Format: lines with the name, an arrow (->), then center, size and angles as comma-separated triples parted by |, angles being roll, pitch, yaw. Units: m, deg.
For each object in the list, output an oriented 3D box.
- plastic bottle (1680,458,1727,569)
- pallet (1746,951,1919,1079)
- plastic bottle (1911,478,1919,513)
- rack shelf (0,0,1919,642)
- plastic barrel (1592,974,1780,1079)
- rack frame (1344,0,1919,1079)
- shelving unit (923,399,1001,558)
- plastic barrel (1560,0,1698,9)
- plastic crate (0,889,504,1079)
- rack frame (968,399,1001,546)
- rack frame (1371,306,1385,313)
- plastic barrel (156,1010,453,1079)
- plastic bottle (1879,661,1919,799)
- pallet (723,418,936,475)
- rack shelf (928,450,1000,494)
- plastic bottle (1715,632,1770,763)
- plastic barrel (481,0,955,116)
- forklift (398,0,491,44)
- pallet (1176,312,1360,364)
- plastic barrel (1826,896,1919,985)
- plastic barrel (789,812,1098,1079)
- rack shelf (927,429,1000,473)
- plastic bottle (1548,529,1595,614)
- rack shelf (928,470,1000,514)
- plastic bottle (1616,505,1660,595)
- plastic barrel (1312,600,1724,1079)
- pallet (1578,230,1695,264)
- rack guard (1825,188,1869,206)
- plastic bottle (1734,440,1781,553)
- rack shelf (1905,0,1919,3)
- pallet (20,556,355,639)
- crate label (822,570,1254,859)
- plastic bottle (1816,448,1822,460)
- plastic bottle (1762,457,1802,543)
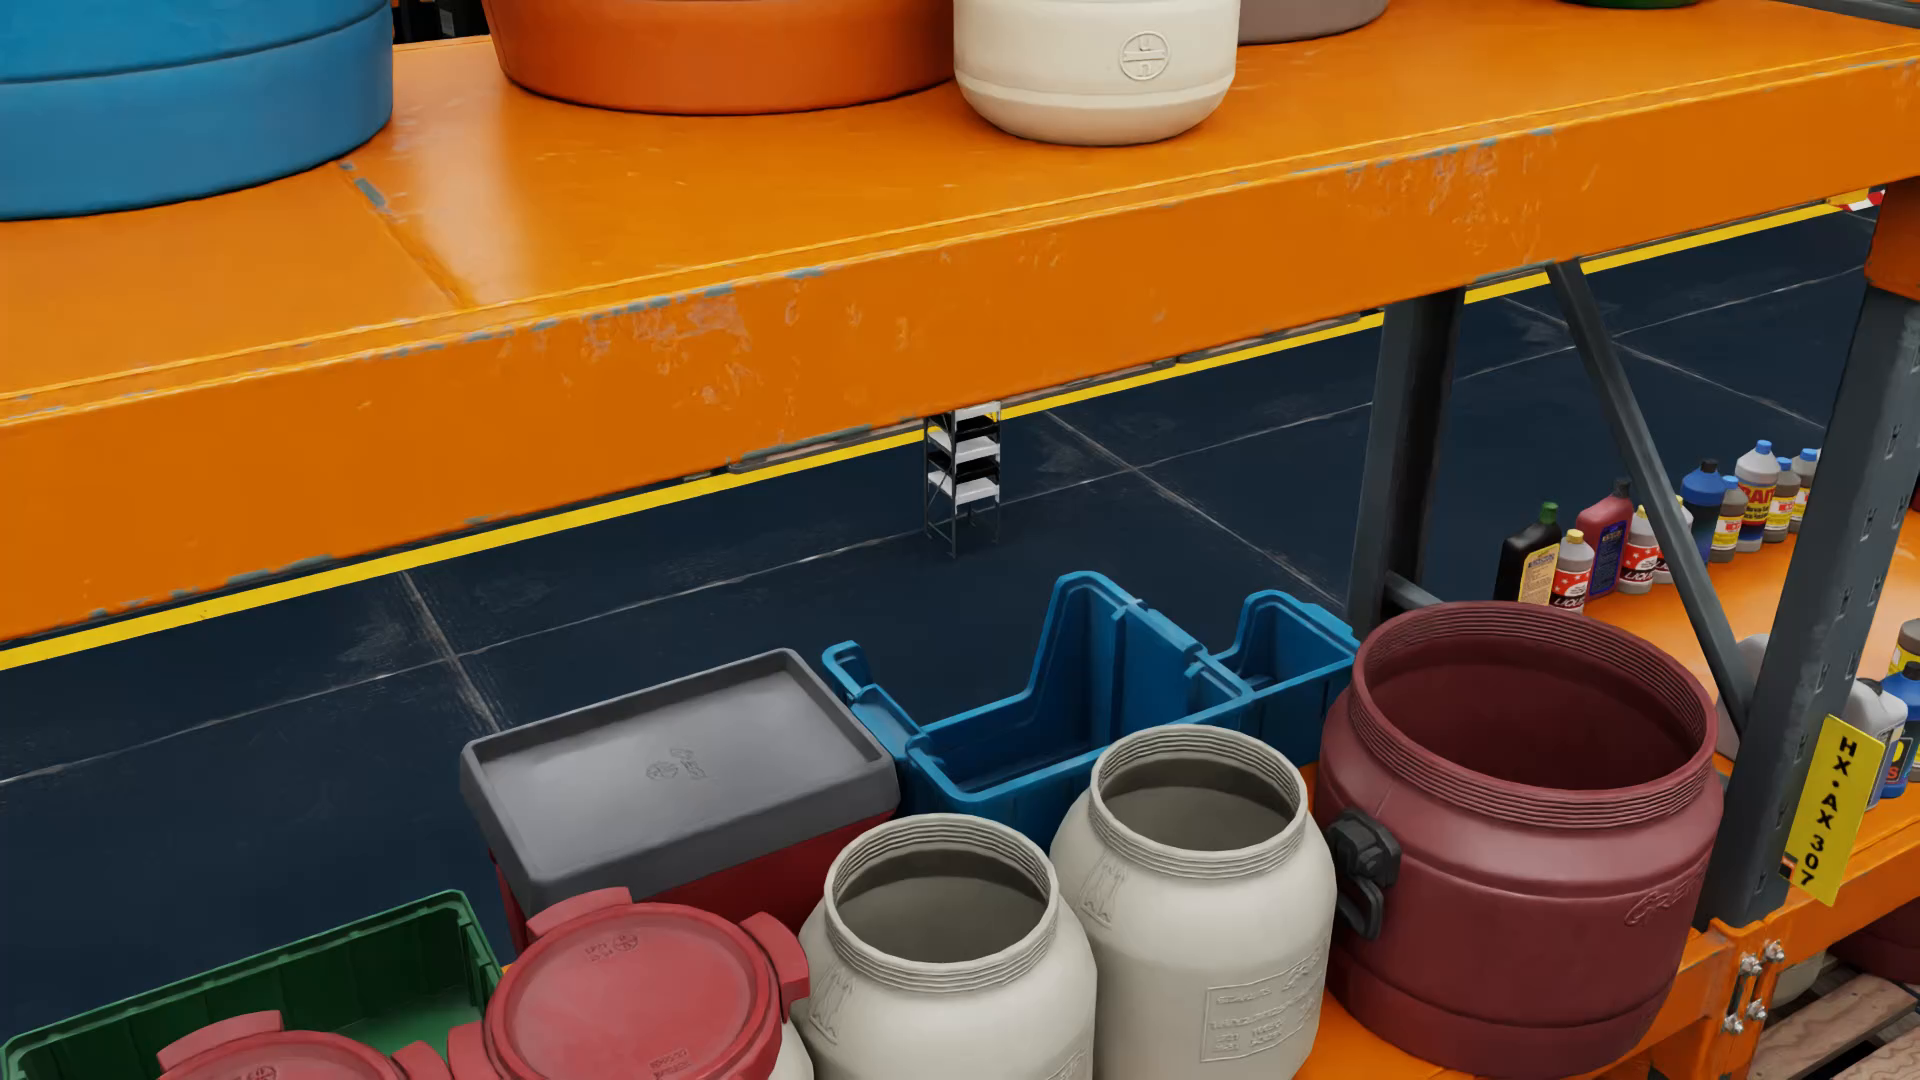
plastic bottle -> 1.726, -0.062, 3.892 | 0.097, 0.271, 0.097 | 0, 29, 0
pallet -> 1.776, 1.293, 4.188 | 1.213, 0.211, 1.003 | -16, 33, -26
plastic bottle -> 2.468, -0.208, 4.143 | 0.133, 0.283, 0.061 | -16, 33, -26
rack shelf -> -0.607, -0.226, 1.695 | 4.000, 0.370, 1.077 | -16, 33, -26
plastic barrel -> 1.531, 0.922, 3.786 | 0.708, 0.830, 0.600 | -16, 33, -26
rack frame -> 1.118, 0.283, 3.133 | 0.127, 3.000, 1.000 | -16, 33, -26
shelving unit -> 0.007, -0.396, 6.536 | 0.210, 0.900, 0.258 | -16, 33, -26
plastic barrel -> 0.931, -0.881, 2.298 | 0.294, 0.245, 0.294 | 0, 29, 0
plastic crate -> -0.972, 0.811, 2.396 | 0.662, 0.188, 0.450 | -16, 33, -26
rack frame -> 0.095, -0.421, 6.581 | 0.006, 0.900, 0.240 | -16, 33, -26
rack frame -> 2.060, -2.761, 8.648 | 0.127, 3.000, 1.000 | -16, 33, -26
plastic barrel -> -0.762, 0.880, 1.910 | 0.433, 0.535, 0.433 | 0, 29, 0
plastic bottle -> 1.768, 0.351, 3.143 | 0.097, 0.271, 0.097 | 0, 29, 0
pallet -> -0.726, -0.728, 7.850 | 1.213, 0.211, 1.003 | -16, 33, -26
rack shelf -> 0.007, -0.288, 6.596 | 0.200, 0.077, 0.258 | -16, 33, -26
plastic bottle -> 1.577, 0.302, 3.226 | 0.135, 0.276, 0.152 | -16, 33, -26
plastic barrel -> -0.264, -0.948, 1.814 | 0.708, 0.830, 0.600 | -16, 33, -26
forklift -> -2.484, -2.769, 8.733 | 1.130, 2.935, 3.031 | -21, 35, -33
pallet -> 1.378, -1.325, 8.933 | 1.213, 0.211, 1.003 | -16, 33, -26
plastic barrel -> 2.505, 0.751, 4.345 | 0.708, 0.588, 0.600 | -16, 33, -26
plastic barrel -> -0.024, 0.678, 2.302 | 0.421, 0.512, 0.421 | 0, 29, 0
rack shelf -> 0.007, -0.367, 6.552 | 0.200, 0.077, 0.258 | -16, 33, -26
plastic bottle -> 1.359, 0.072, 3.720 | 0.097, 0.201, 0.097 | 0, 29, 0
rack shelf -> 0.007, -0.209, 6.639 | 0.200, 0.077, 0.258 | -16, 33, -26
plastic bottle -> 1.558, 0.016, 3.822 | 0.097, 0.201, 0.097 | 0, 29, 0
plastic barrel -> 0.871, 0.463, 2.666 | 0.708, 0.536, 0.600 | -16, 33, -26
pallet -> 3.706, -2.008, 10.171 | 1.213, 0.211, 1.003 | -16, 33, -26
rack guard -> 5.443, -2.627, 10.993 | 0.348, 0.500, 1.175 | -16, 33, -26
plastic bottle -> 1.894, -0.110, 3.978 | 0.097, 0.271, 0.097 | 0, 29, 0
rack shelf -> 2.842, -1.205, 3.469 | 4.000, 0.370, 1.077 | -16, 33, -26
pallet -> -3.169, -0.079, 6.674 | 1.213, 0.211, 1.003 | -16, 33, -26
crate label -> 0.124, 0.398, 2.888 | 0.616, 0.435, 0.502 | -16, 33, -26
plastic bottle -> 2.146, -0.151, 4.125 | 0.097, 0.201, 0.097 | 0, 29, 0
plastic bottle -> 1.978, -0.103, 4.038 | 0.097, 0.201, 0.097 | 0, 29, 0
